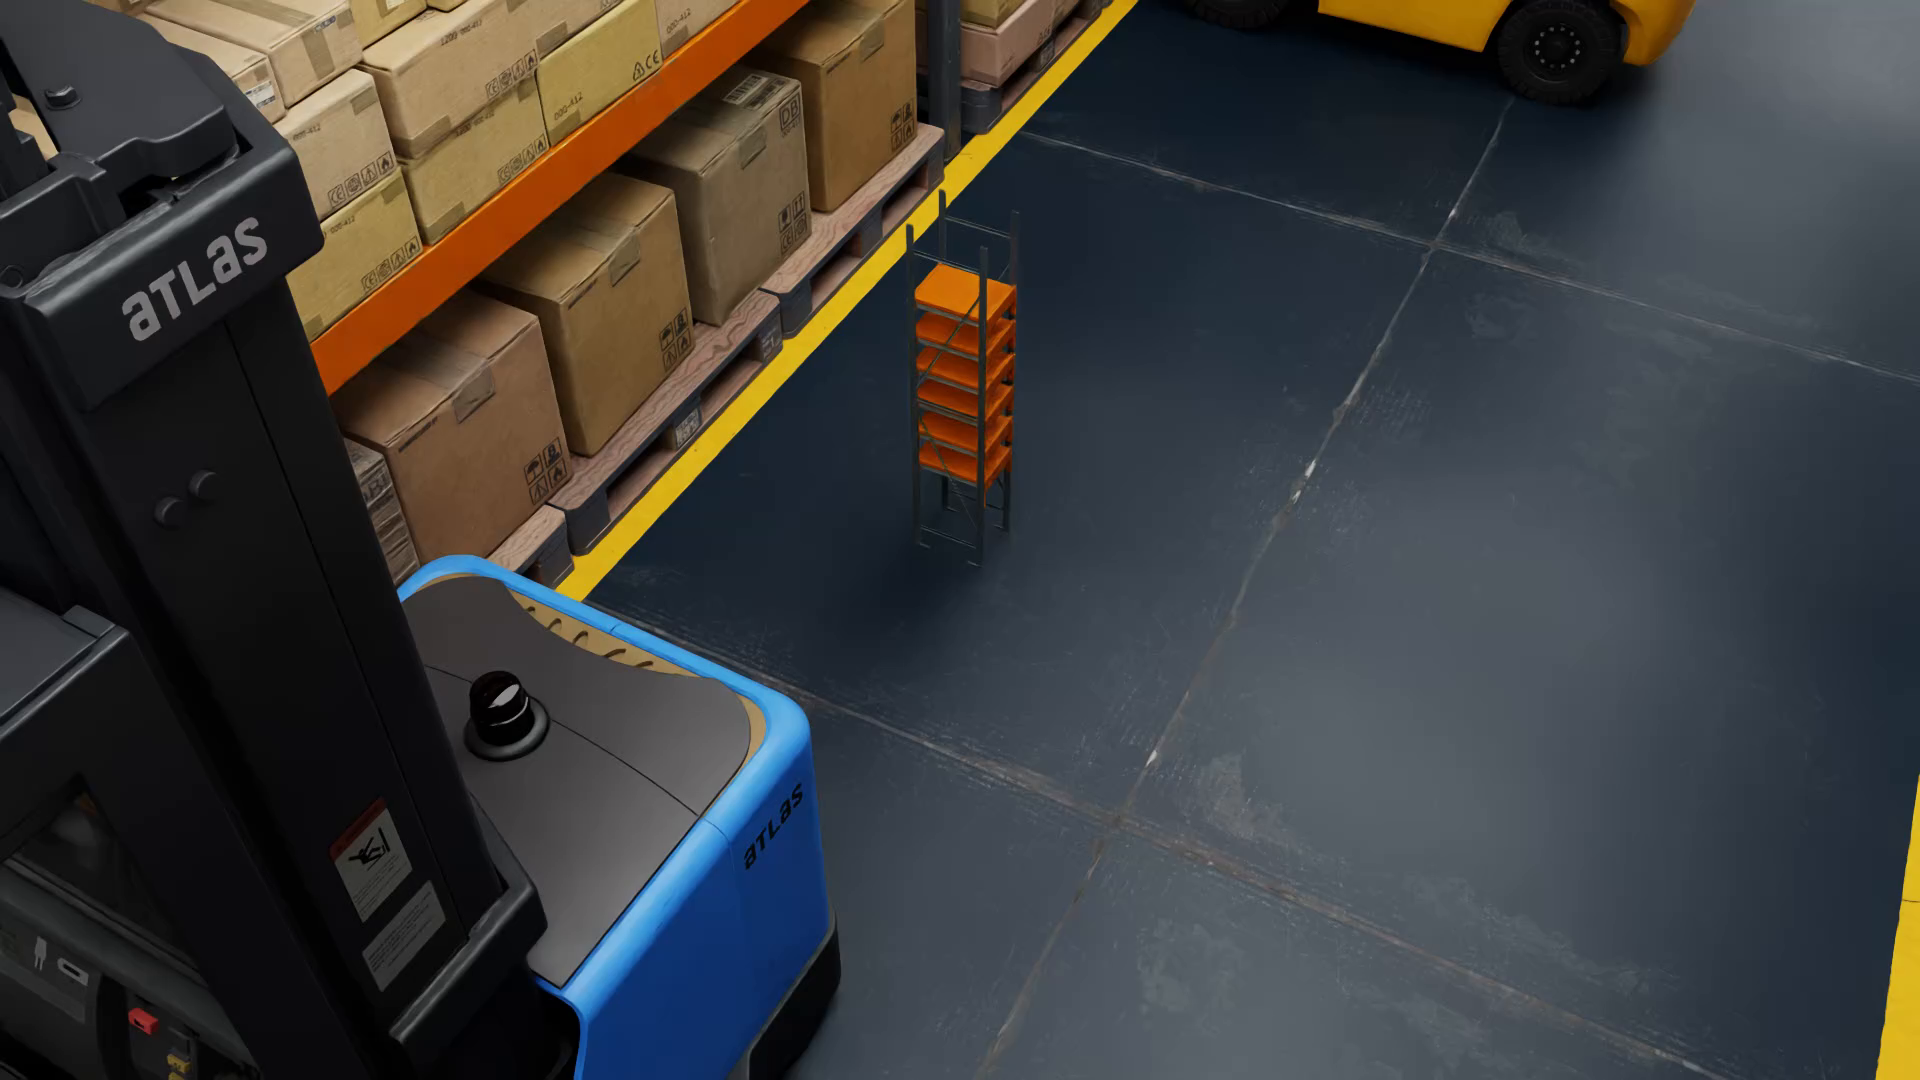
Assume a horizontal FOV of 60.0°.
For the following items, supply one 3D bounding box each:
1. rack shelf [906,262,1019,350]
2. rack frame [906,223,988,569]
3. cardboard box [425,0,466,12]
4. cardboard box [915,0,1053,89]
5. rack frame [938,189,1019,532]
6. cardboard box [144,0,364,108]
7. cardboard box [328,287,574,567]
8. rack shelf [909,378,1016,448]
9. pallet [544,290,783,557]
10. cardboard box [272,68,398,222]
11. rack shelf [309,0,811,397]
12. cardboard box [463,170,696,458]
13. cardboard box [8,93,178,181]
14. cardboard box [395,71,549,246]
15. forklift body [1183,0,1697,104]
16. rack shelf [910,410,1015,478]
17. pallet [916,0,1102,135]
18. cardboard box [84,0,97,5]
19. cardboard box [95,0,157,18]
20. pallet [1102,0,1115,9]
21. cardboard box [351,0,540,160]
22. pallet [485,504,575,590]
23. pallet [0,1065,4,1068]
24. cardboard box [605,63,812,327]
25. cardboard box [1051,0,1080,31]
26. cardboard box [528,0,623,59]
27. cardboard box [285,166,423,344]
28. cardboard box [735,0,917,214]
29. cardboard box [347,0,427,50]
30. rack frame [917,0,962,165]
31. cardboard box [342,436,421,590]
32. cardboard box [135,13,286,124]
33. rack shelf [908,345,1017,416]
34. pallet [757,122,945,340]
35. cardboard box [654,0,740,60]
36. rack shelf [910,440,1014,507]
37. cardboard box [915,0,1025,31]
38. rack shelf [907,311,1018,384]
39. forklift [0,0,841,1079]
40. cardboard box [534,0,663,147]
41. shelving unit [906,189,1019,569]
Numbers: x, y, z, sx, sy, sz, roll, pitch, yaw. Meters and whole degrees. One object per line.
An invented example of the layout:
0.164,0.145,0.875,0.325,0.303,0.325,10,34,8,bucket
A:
0.007,-0.653,4.608,0.258,0.103,0.180,20,49,19,rack shelf
-0.036,-0.373,4.775,0.240,1.200,0.006,20,49,19,rack frame
-1.323,-1.447,4.044,0.380,0.149,0.250,21,49,20,cardboard box
0.053,-2.160,6.913,0.500,0.250,0.500,21,49,19,cardboard box
0.049,-0.489,4.889,0.240,1.200,0.006,20,49,19,rack frame
-1.584,-1.138,3.739,0.380,0.149,0.250,21,49,19,cardboard box
-1.724,-0.379,4.890,0.875,0.625,0.625,22,49,20,cardboard box
0.007,-0.400,4.864,0.258,0.103,0.180,20,49,19,rack shelf
-1.338,-0.555,5.650,1.003,0.211,1.213,20,49,19,pallet
-1.666,-0.900,3.785,0.500,0.250,0.500,22,49,20,cardboard box
-1.394,-1.270,4.902,1.077,0.370,4.000,20,49,19,rack shelf
-1.412,-0.803,5.309,0.875,0.625,0.625,19,48,17,cardboard box
-1.791,-0.799,3.404,0.380,0.149,0.250,21,49,20,cardboard box
-1.429,-1.051,4.286,0.500,0.250,0.500,19,48,18,cardboard box
2.127,-3.208,6.908,2.313,2.155,1.214,20,49,19,forklift body
0.007,-0.315,4.949,0.258,0.103,0.180,20,49,19,rack shelf
-0.059,-2.290,7.365,1.003,0.211,1.213,20,49,19,pallet
-2.154,-1.143,3.744,0.380,0.149,0.250,20,49,19,cardboard box
-2.101,-1.321,3.920,0.380,0.149,0.250,20,49,18,cardboard box
0.506,-3.062,8.127,1.003,0.211,1.213,20,49,19,pallet
-1.407,-1.224,4.105,0.500,0.250,0.500,19,48,18,cardboard box
-1.905,0.211,4.893,1.003,0.211,1.213,20,49,19,pallet
-2.702,1.175,3.941,1.003,0.211,1.213,20,49,19,pallet
-1.065,-1.277,5.778,0.875,0.625,0.625,20,49,19,cardboard box
0.275,-2.485,7.235,0.500,0.250,0.500,19,48,18,cardboard box
-1.193,-1.554,4.431,0.500,0.250,0.500,21,49,20,cardboard box
-1.662,-0.725,3.963,0.500,0.250,0.500,19,48,18,cardboard box
-0.698,-1.764,6.258,0.875,0.625,0.625,23,50,21,cardboard box
-1.494,-1.306,3.905,0.380,0.149,0.250,21,49,19,cardboard box
-0.465,-2.783,5.892,1.000,3.000,0.127,20,49,19,rack frame
-2.020,0.035,4.480,0.875,0.625,0.625,22,49,20,cardboard box
-1.694,-0.969,3.572,0.380,0.149,0.250,22,49,20,cardboard box
0.007,-0.484,4.779,0.258,0.103,0.180,20,49,19,rack shelf
-0.773,-1.326,6.412,1.003,0.211,1.213,20,49,19,pallet
-0.954,-1.705,4.932,0.500,0.250,0.500,21,49,19,cardboard box
0.007,-0.231,5.035,0.258,0.103,0.180,20,49,19,rack shelf
0.033,-2.343,6.743,0.500,0.250,0.500,20,49,19,cardboard box
0.007,-0.568,4.693,0.258,0.103,0.180,20,49,19,rack shelf
-1.451,0.815,2.383,1.130,2.935,3.031,22,49,20,forklift
-1.187,-1.378,4.608,0.500,0.250,0.500,22,49,20,cardboard box
0.007,-0.431,4.832,0.258,1.200,0.189,20,49,19,shelving unit
